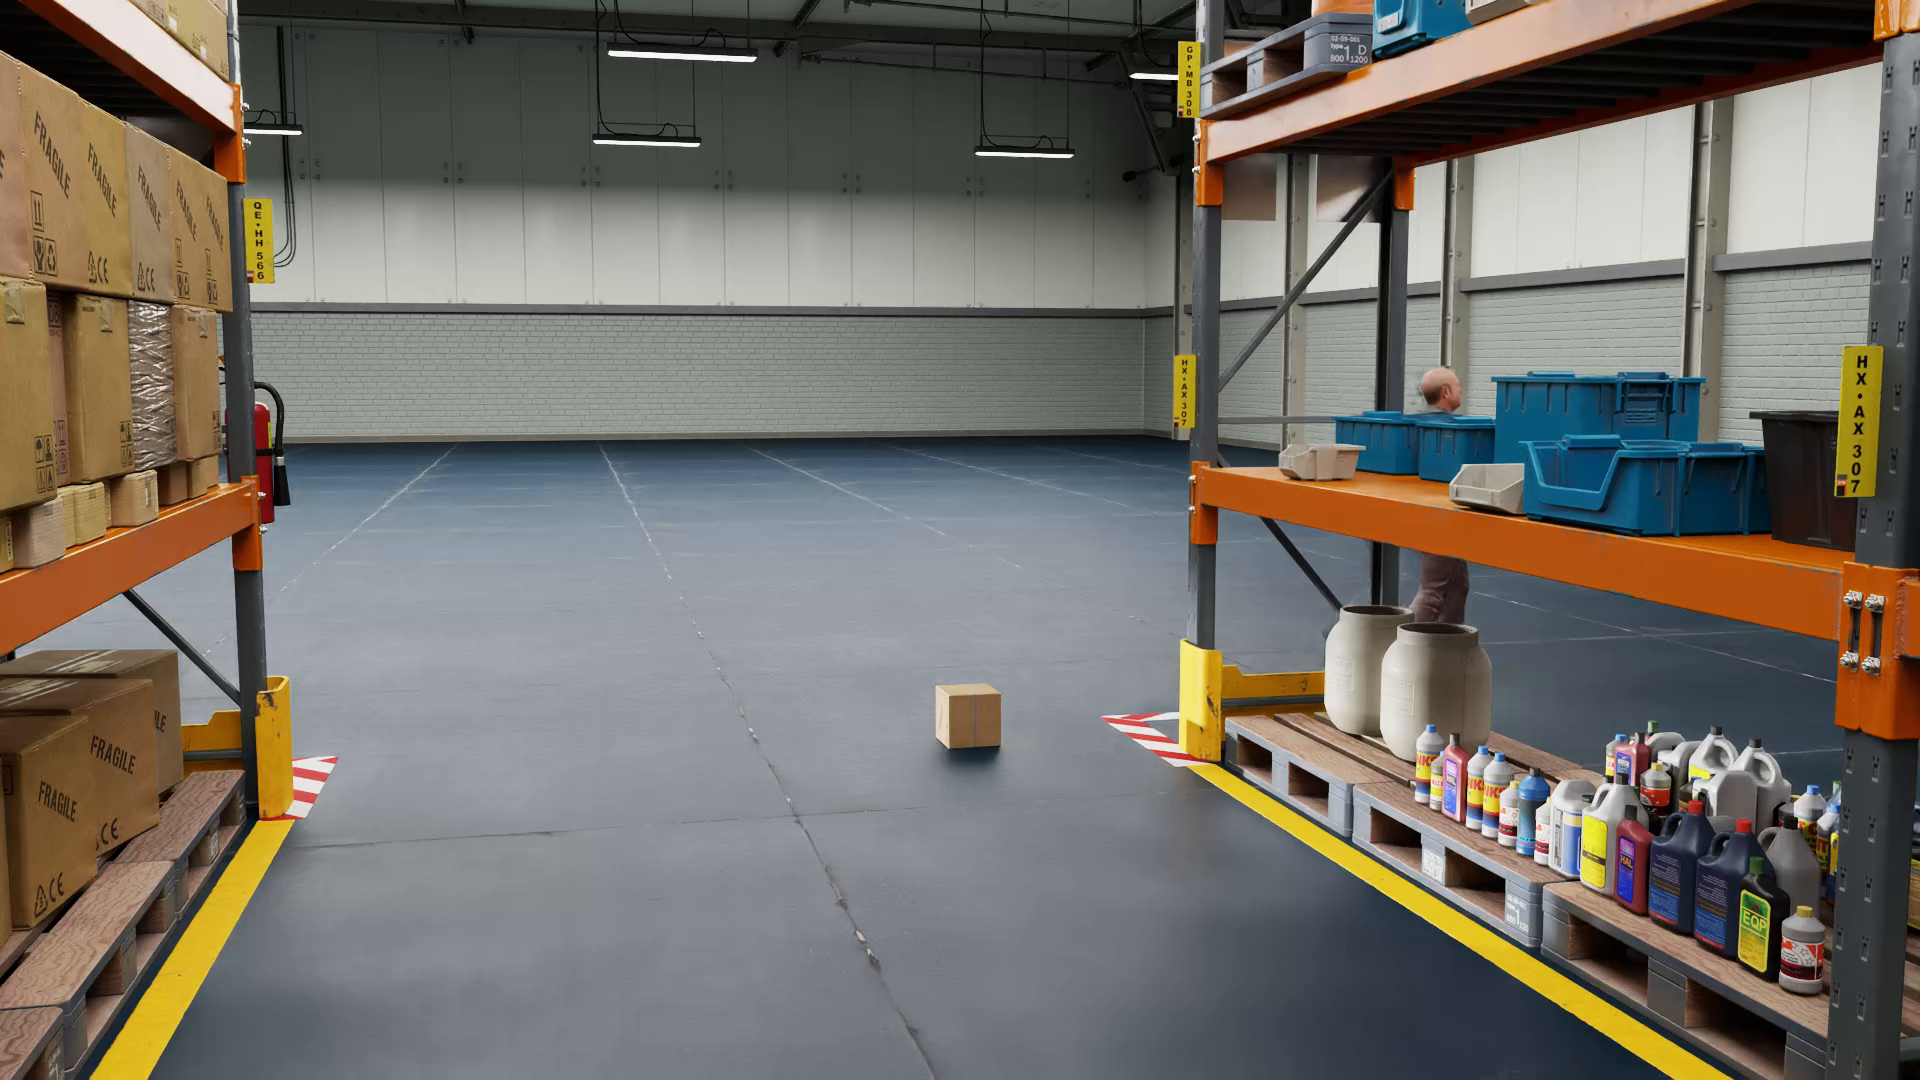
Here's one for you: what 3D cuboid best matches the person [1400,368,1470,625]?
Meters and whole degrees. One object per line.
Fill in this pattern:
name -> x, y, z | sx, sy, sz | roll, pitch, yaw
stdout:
person -> 2.663, -0.047, 9.128 | 0.633, 1.784, 0.579 | -2, 6, -16
